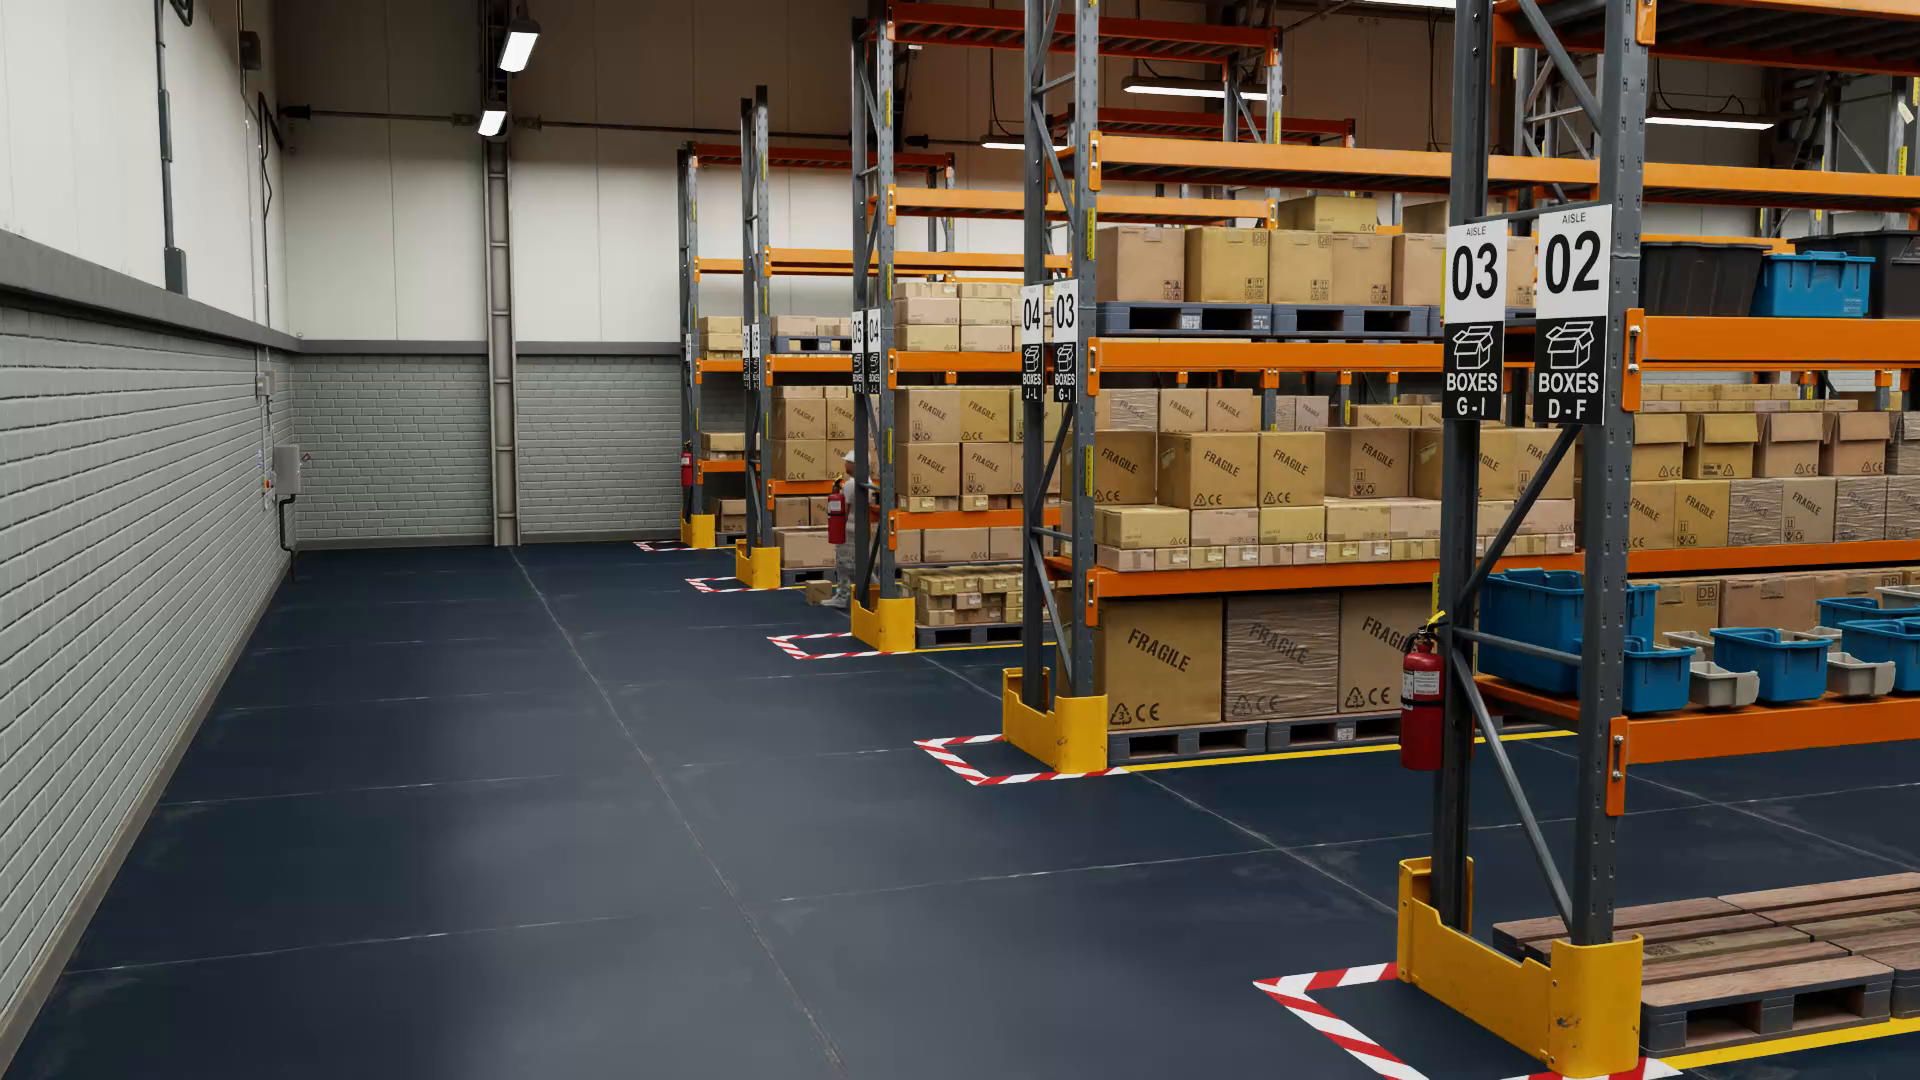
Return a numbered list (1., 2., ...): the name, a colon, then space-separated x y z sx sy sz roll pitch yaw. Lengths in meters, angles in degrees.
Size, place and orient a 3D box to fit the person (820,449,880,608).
1. person: -1.164 -0.116 18.268 0.846 1.762 0.577 1 6 15
